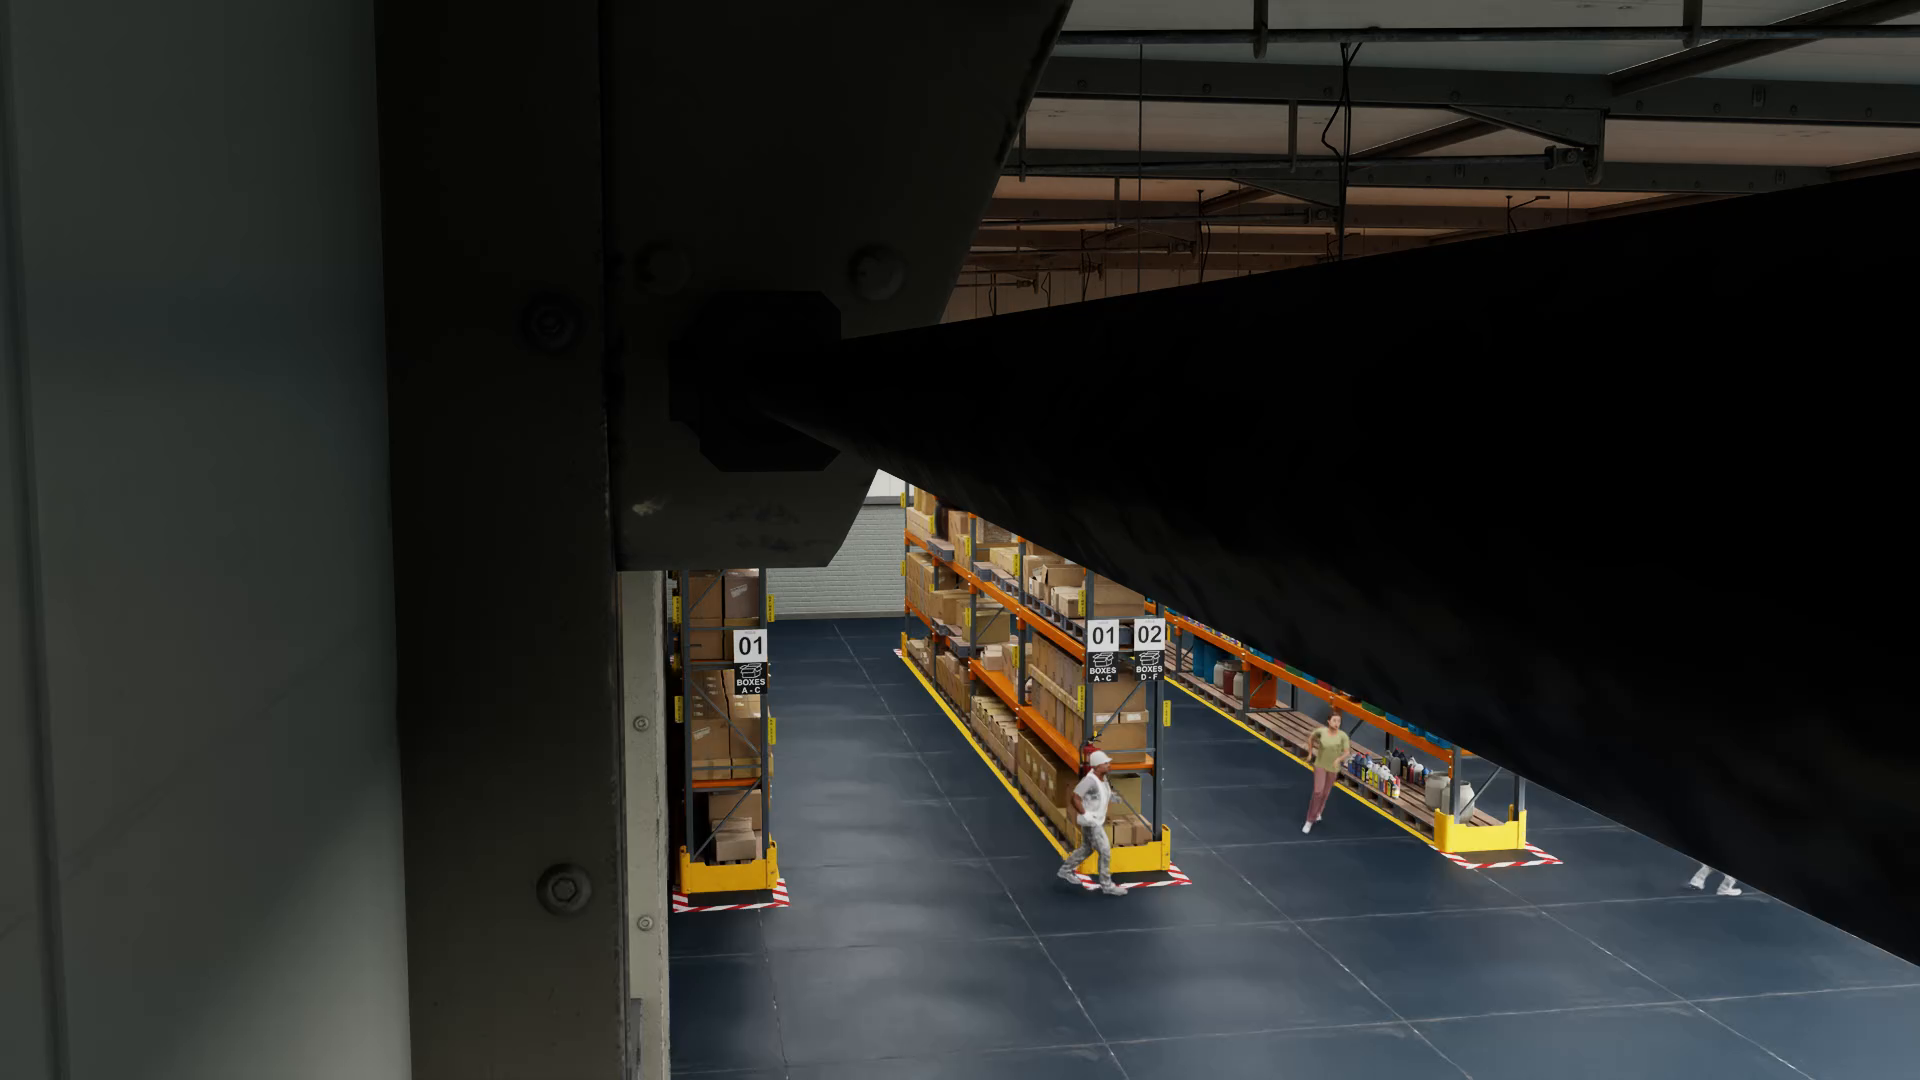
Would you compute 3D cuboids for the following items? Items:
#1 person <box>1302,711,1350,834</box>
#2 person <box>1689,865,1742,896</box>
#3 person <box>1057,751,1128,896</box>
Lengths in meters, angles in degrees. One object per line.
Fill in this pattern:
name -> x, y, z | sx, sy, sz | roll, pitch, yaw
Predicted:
person -> 5.000, 3.134, 22.790 | 0.645, 1.645, 0.783 | 1, 6, 5
person -> 9.270, 3.583, 19.859 | 0.929, 1.401, 0.606 | 0, 6, -2
person -> 1.574, 3.375, 19.893 | 0.877, 1.757, 0.676 | 1, 6, 12
